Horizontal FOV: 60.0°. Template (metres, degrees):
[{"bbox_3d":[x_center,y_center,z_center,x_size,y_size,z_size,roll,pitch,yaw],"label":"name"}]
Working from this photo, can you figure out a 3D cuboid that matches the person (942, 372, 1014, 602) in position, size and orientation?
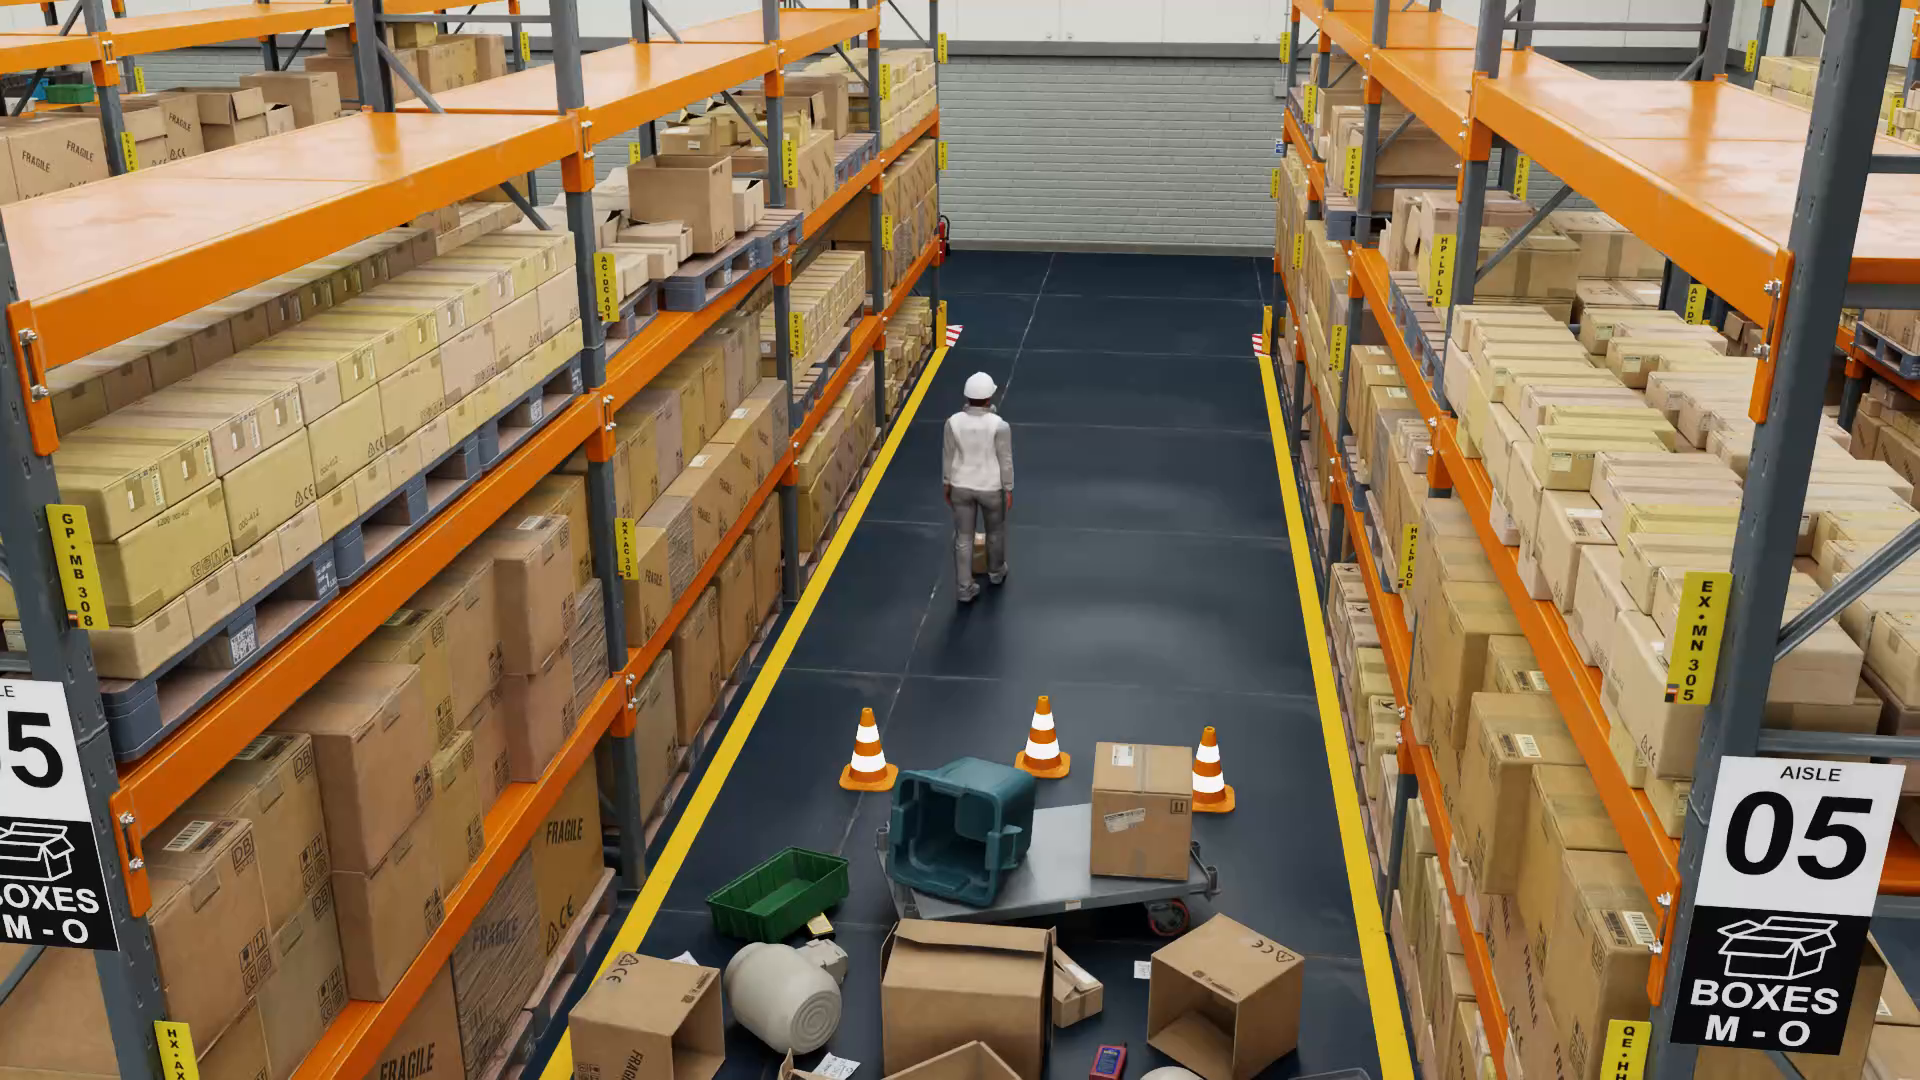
[{"bbox_3d":[0.160,-0.453,12.645,0.557,1.763,0.742,4,21,10],"label":"person"}]
